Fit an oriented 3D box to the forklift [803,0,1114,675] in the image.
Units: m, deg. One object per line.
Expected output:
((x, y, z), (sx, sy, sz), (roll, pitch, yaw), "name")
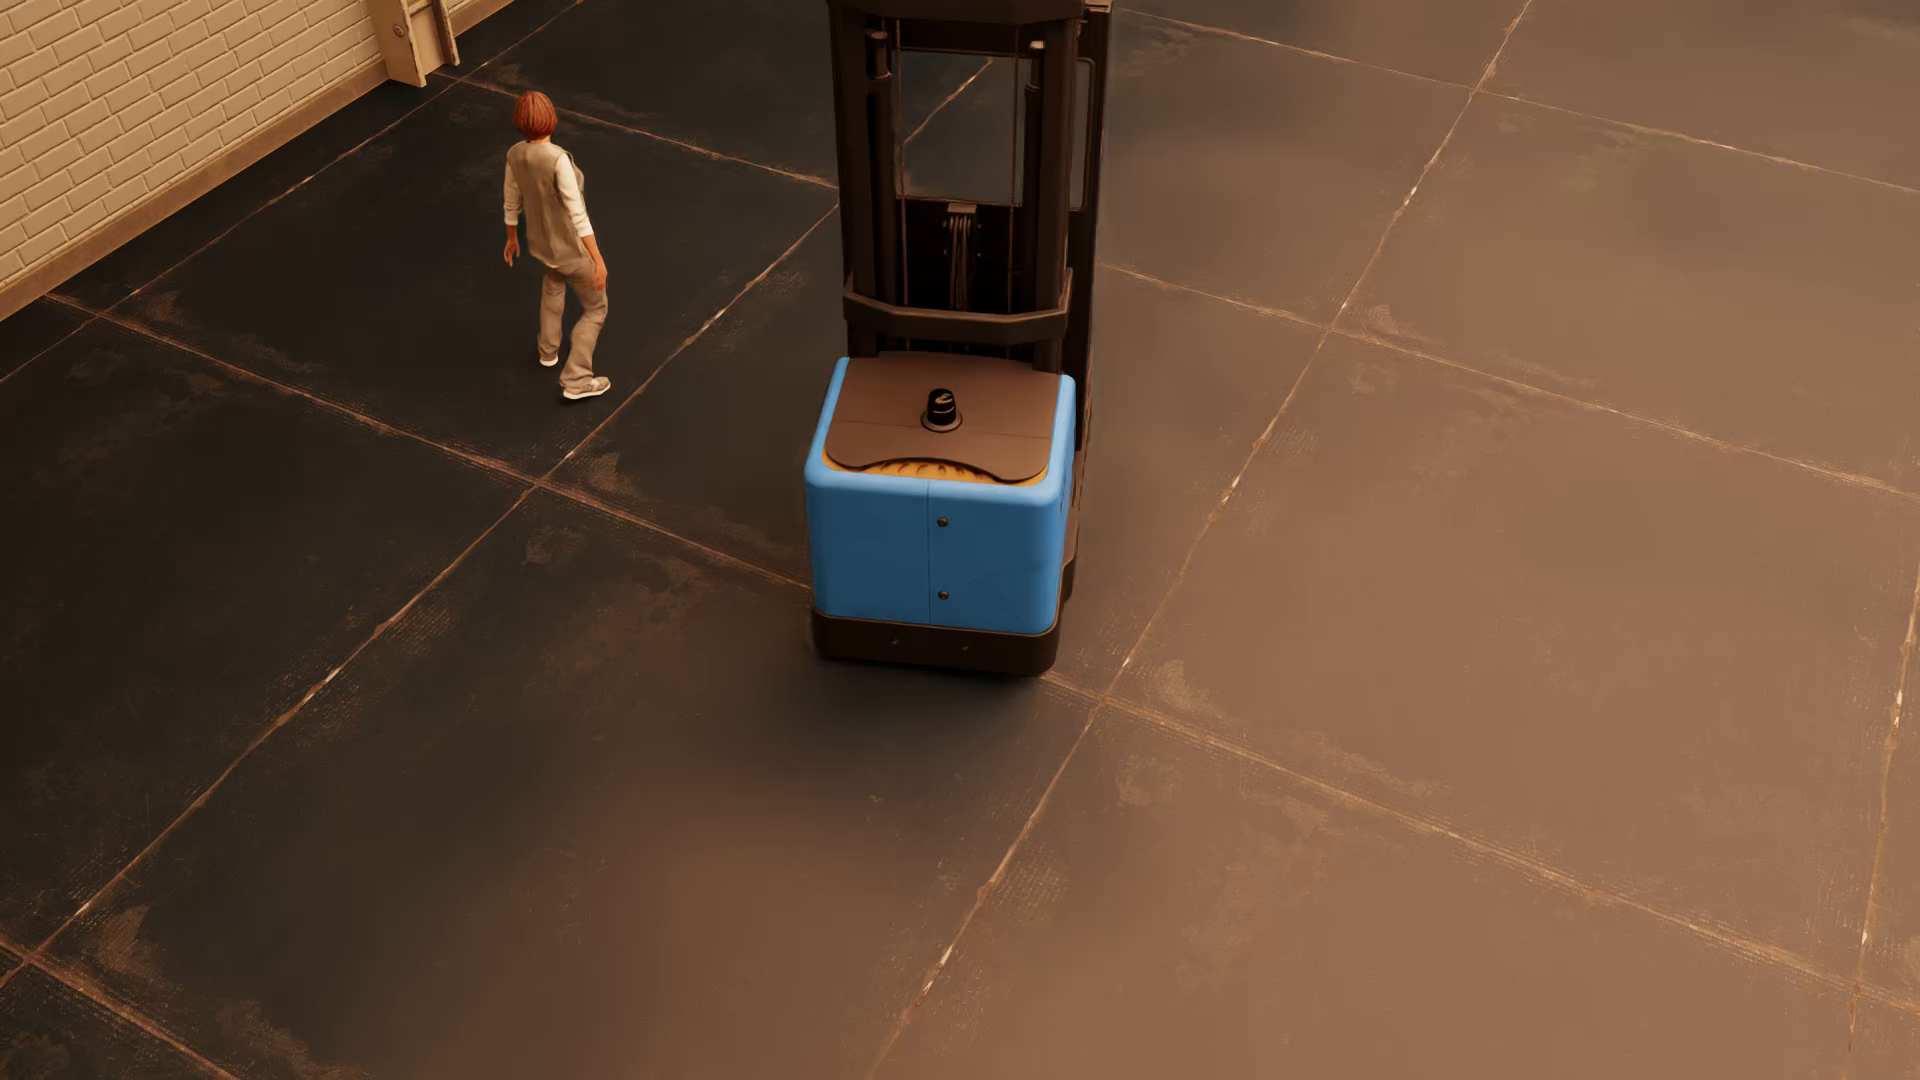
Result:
((0.069, -1.506, 7.253), (1.130, 2.935, 3.031), (5, 44, 5), "forklift")

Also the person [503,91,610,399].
((-1.976, -1.409, 8.134), (0.725, 1.562, 0.410), (27, 50, 26), "person")
